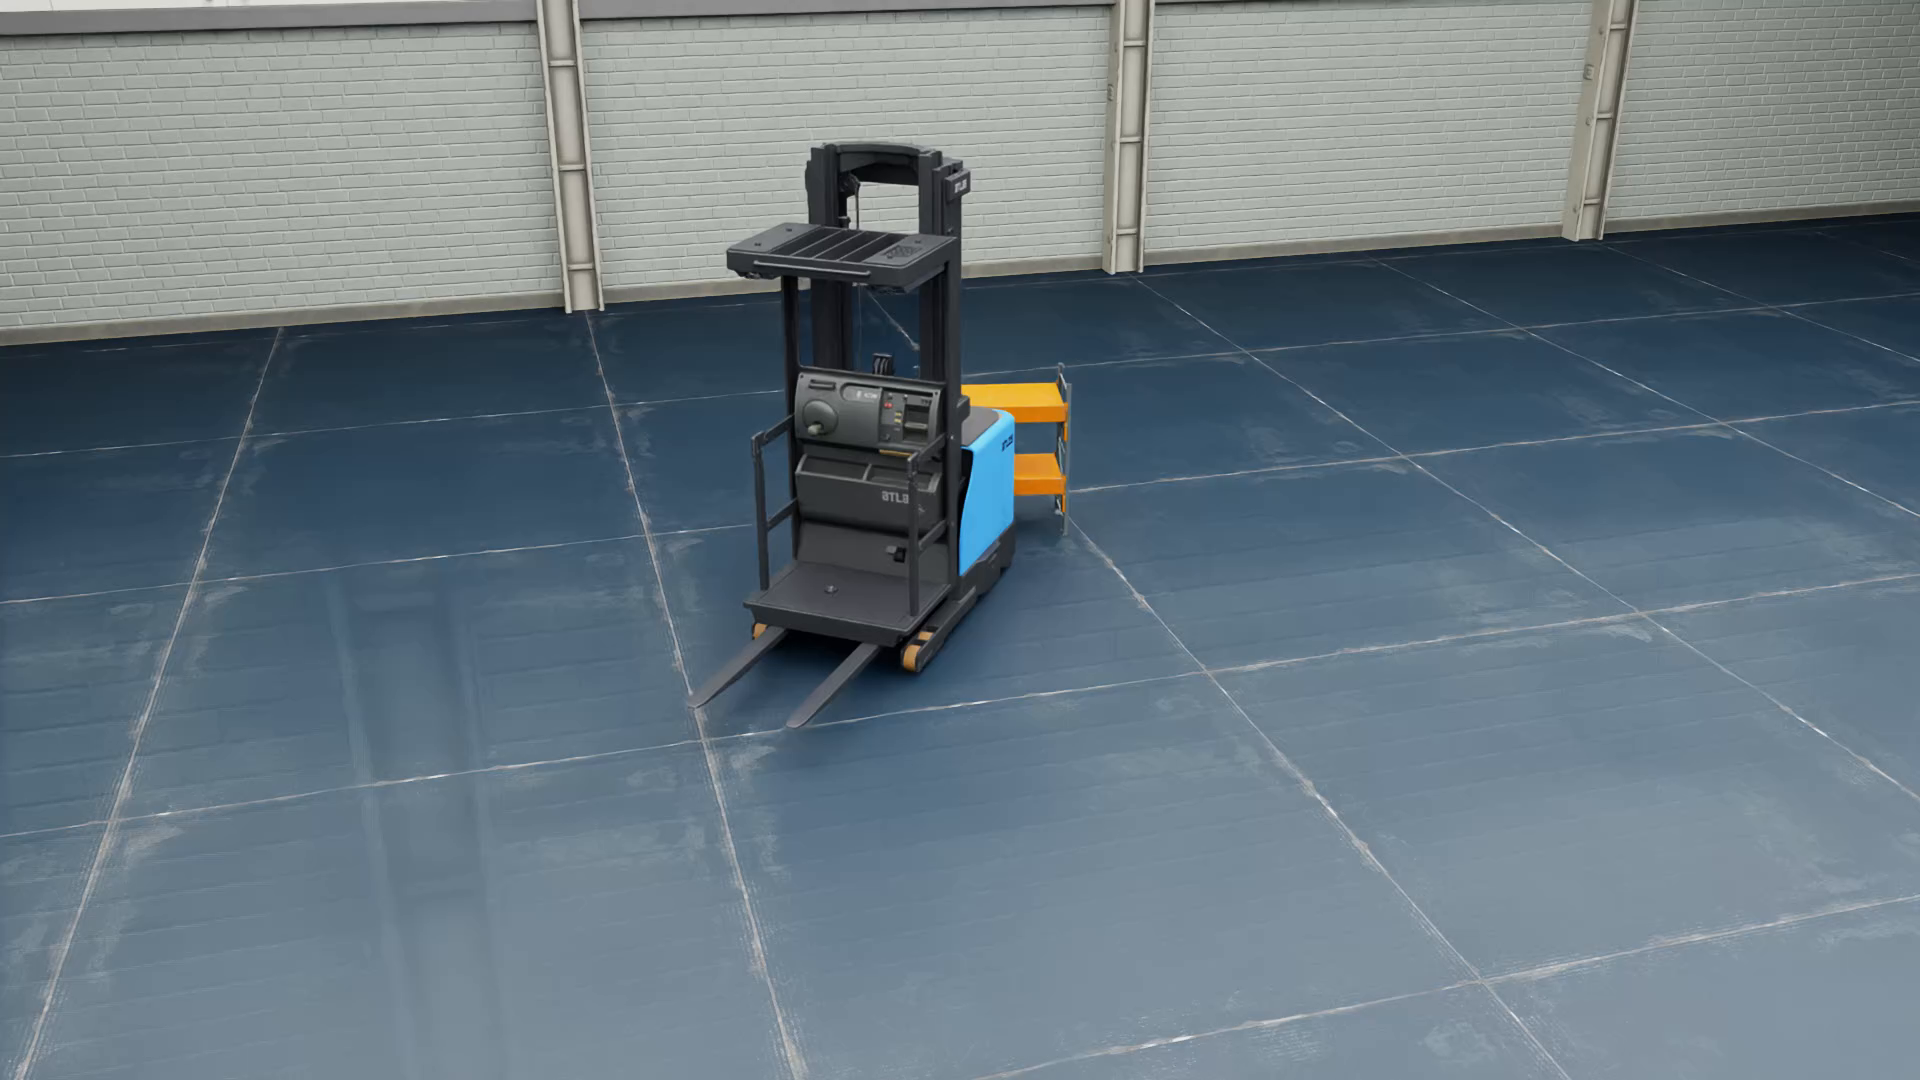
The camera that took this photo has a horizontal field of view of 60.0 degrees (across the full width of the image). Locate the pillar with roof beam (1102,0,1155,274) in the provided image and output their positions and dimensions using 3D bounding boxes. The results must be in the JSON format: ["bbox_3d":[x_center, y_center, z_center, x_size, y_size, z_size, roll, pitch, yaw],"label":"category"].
[{"bbox_3d":[3.006,-5.571,13.321,0.400,9.000,9.100,-6,24,-14],"label":"pillar with roof beam"}]

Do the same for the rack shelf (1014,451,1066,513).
[{"bbox_3d":[0.225,-0.409,11.897,1.000,0.278,0.538,-2,23,-4],"label":"rack shelf"}]

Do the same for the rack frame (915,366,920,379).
[{"bbox_3d":[-0.282,-0.620,11.768,0.032,1.125,0.500,-2,23,-4],"label":"rack frame"}]

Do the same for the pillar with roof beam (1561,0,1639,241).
[{"bbox_3d":[8.783,-6.210,14.810,0.400,9.000,9.100,-6,24,-14],"label":"pillar with roof beam"}]

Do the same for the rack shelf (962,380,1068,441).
[{"bbox_3d":[0.225,-0.903,11.686,1.000,0.278,0.538,-2,23,-4],"label":"rack shelf"}]

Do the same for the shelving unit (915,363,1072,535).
[{"bbox_3d":[0.225,-0.634,11.801,1.048,1.125,0.538,-2,23,-4],"label":"shelving unit"}]

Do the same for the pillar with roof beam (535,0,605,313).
[{"bbox_3d":[-2.771,-4.932,11.831,0.400,9.000,9.100,-6,24,-14],"label":"pillar with roof beam"}]

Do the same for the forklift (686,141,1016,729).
[{"bbox_3d":[-0.633,-0.744,9.766,1.130,2.935,3.031,9,25,20],"label":"forklift"}]

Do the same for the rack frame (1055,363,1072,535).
[{"bbox_3d":[0.732,-0.648,11.834,0.032,1.125,0.500,-2,23,-4],"label":"rack frame"}]
